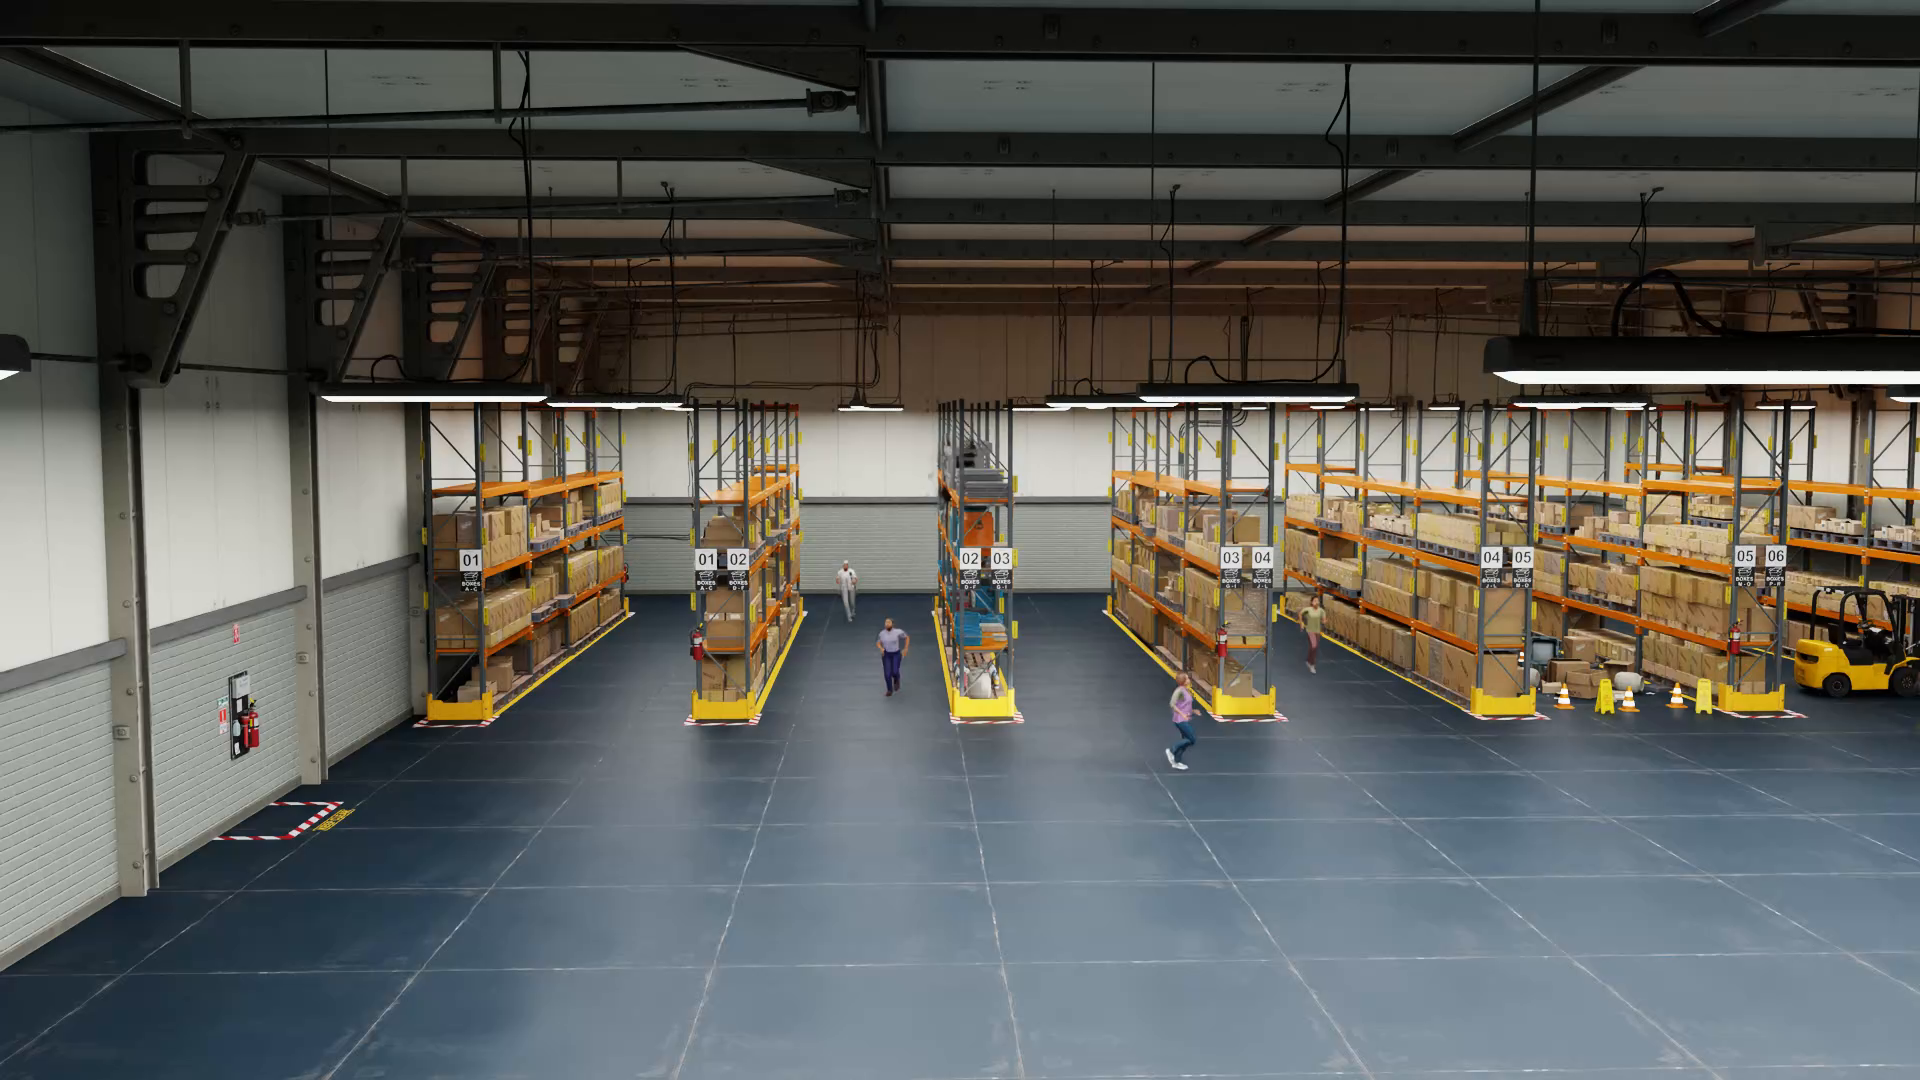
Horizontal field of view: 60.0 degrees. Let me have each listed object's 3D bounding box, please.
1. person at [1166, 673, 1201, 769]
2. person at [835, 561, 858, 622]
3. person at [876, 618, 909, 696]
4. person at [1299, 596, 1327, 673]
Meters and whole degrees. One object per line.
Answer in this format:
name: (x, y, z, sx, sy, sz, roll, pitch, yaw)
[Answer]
person: (3.599, 2.917, 26.760, 0.526, 1.543, 0.518, 2, 5, 20)
person: (-3.145, 1.406, 46.199, 0.616, 1.674, 0.789, -1, 4, -8)
person: (-1.380, 2.376, 33.626, 0.630, 1.592, 0.676, 1, 4, 11)
person: (7.856, 2.086, 36.947, 0.540, 1.713, 0.801, -1, 4, -11)
